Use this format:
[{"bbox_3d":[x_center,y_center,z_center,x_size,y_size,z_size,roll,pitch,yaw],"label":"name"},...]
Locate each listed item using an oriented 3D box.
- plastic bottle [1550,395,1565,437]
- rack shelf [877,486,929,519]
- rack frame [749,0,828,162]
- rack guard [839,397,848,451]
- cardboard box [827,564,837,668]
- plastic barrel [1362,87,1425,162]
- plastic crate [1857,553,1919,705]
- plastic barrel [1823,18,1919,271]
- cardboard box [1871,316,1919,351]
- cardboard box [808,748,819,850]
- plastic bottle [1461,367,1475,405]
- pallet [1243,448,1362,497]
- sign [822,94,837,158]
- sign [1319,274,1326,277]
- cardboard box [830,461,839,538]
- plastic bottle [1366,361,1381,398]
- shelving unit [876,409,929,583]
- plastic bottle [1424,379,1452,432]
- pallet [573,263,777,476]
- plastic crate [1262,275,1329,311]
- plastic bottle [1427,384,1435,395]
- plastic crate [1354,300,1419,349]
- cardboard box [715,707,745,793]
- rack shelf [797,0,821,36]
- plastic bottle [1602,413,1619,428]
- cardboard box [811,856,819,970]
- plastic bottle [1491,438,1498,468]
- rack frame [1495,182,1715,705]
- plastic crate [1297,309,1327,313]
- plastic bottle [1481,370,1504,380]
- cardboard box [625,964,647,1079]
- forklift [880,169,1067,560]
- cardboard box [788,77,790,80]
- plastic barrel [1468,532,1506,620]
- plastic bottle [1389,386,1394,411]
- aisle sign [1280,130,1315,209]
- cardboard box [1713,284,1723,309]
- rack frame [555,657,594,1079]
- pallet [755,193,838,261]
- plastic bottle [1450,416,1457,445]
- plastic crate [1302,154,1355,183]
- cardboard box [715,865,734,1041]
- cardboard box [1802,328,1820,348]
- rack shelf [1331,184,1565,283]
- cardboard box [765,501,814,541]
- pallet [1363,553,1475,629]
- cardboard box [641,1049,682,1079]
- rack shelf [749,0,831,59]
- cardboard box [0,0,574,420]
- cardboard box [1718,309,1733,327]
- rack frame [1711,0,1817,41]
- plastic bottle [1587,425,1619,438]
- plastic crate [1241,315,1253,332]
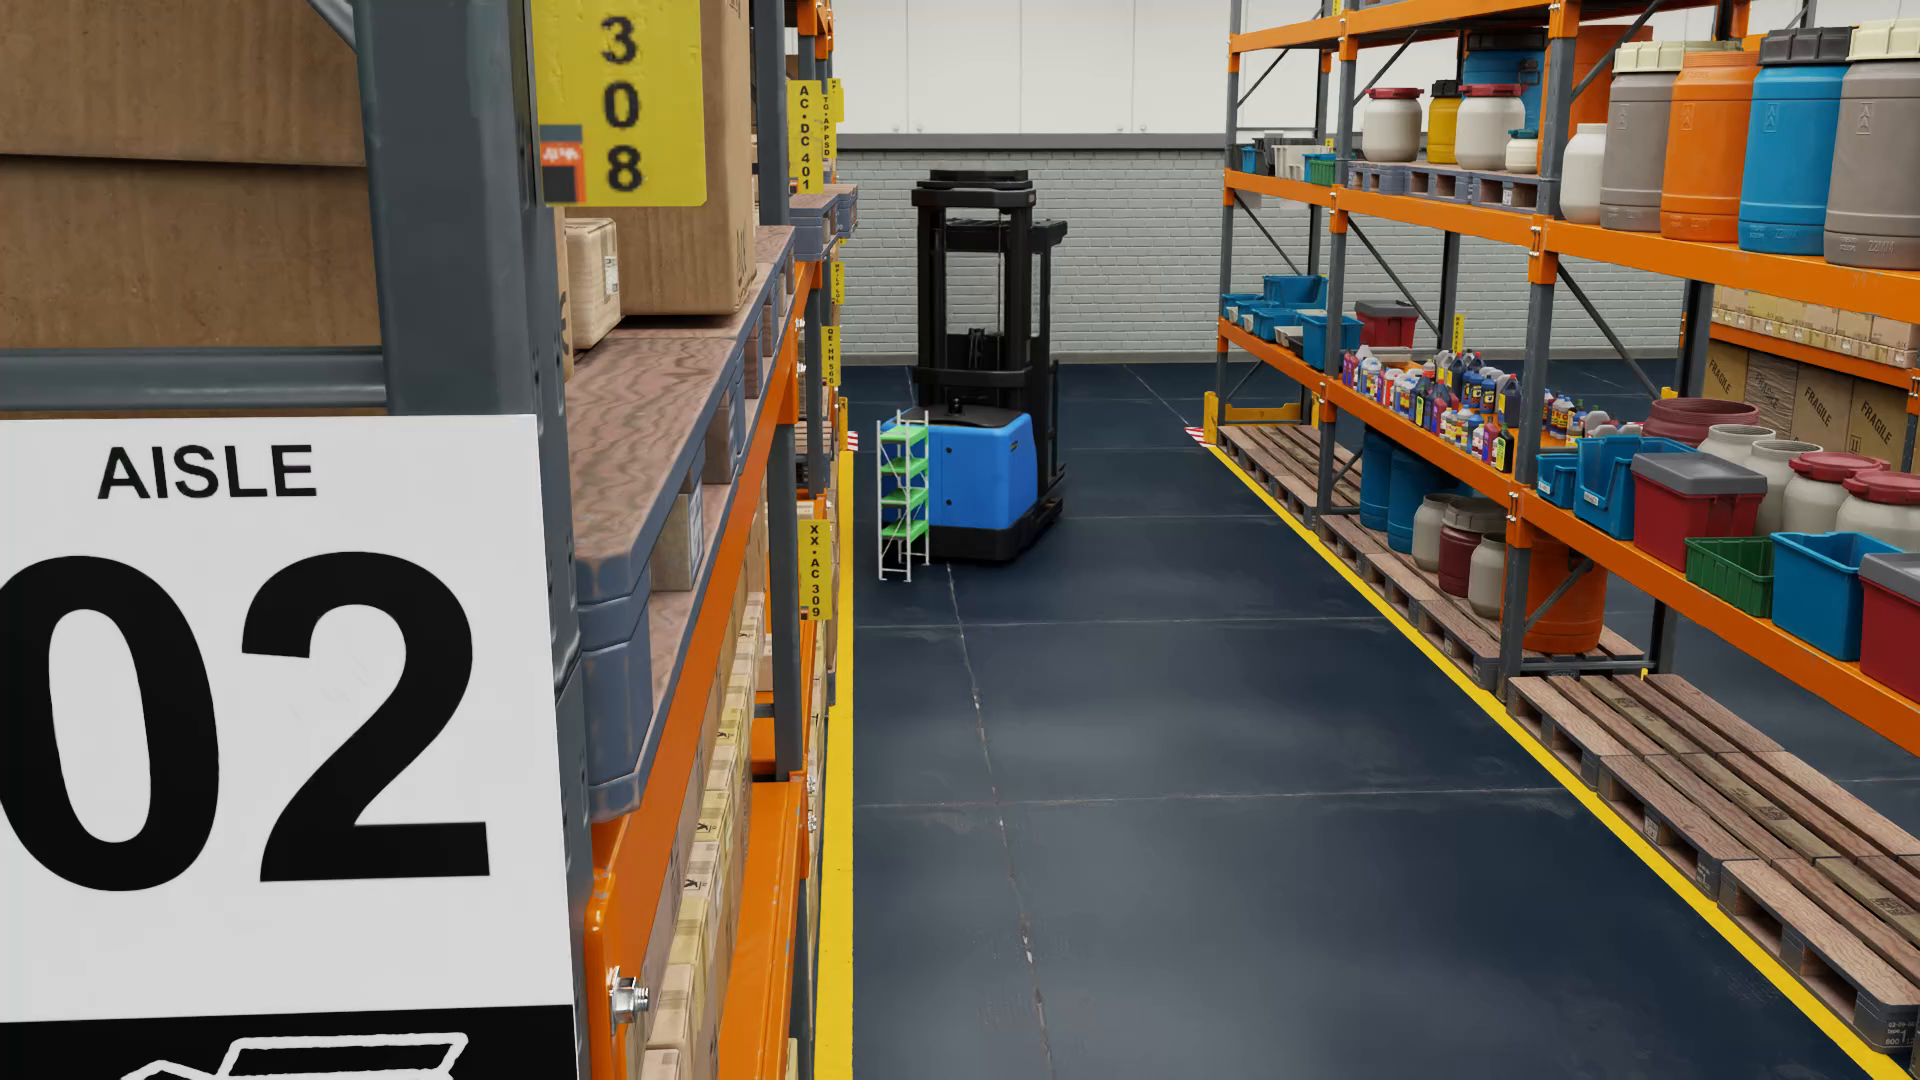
[{"bbox_3d":[3.945,-0.818,10.945,0.097,0.271,0.097,0,14,0],"label":"plastic bottle"},{"bbox_3d":[-0.422,-0.273,12.435,0.258,0.148,0.480,4,15,15],"label":"rack shelf"},{"bbox_3d":[-1.506,-4.333,12.309,1.000,3.000,0.127,-1,14,-3],"label":"rack frame"},{"bbox_3d":[-1.749,-1.193,17.161,1.175,0.500,0.348,-1,14,-3],"label":"rack guard"},{"bbox_3d":[-1.001,0.447,9.904,0.500,0.500,0.500,0,14,-1],"label":"cardboard box"},{"bbox_3d":[3.221,-3.091,12.383,0.433,0.535,0.433,0,14,0],"label":"plastic barrel"},{"bbox_3d":[3.599,0.339,6.059,0.402,0.464,0.583,-1,14,-3],"label":"plastic crate"},{"bbox_3d":[3.645,-1.495,6.292,0.600,0.901,0.600,0,14,0],"label":"plastic barrel"},{"bbox_3d":[8.093,-1.757,14.040,0.500,0.250,0.500,-1,14,-4],"label":"cardboard box"},{"bbox_3d":[-0.846,1.058,6.943,0.500,0.311,0.500,-1,14,-5],"label":"cardboard box"},{"bbox_3d":[3.716,-1.125,12.139,0.097,0.271,0.097,0,14,0],"label":"plastic bottle"},{"bbox_3d":[3.276,-0.640,15.588,1.003,0.211,1.213,-1,14,-3],"label":"pallet"},{"bbox_3d":[-0.703,-2.181,8.768,0.100,0.325,0.005,-1,14,-3],"label":"sign"},{"bbox_3d":[3.739,-2.590,17.245,0.100,0.325,0.005,-1,14,-3],"label":"sign"},{"bbox_3d":[-1.189,-0.312,12.854,0.500,0.500,0.500,-1,14,-4],"label":"cardboard box"},{"bbox_3d":[3.089,-1.200,12.429,0.097,0.271,0.097,0,14,0],"label":"plastic bottle"},{"bbox_3d":[-0.422,-0.335,12.419,0.258,1.200,0.503,4,15,15],"label":"shelving unit"},{"bbox_3d":[3.196,-0.903,11.117,0.144,0.351,0.185,-1,14,-3],"label":"plastic bottle"},{"bbox_3d":[-0.859,-0.334,2.962,1.003,0.211,1.213,-1,14,-3],"label":"pallet"},{"bbox_3d":[3.398,-2.464,16.892,0.616,0.435,0.499,-1,14,-3],"label":"plastic crate"},{"bbox_3d":[3.206,-0.911,11.280,0.061,0.283,0.133,-1,14,-3],"label":"plastic bottle"},{"bbox_3d":[3.634,-1.790,14.213,0.402,0.464,0.583,-1,14,-3],"label":"plastic crate"},{"bbox_3d":[-0.718,0.516,3.997,0.380,0.149,0.250,-1,14,-4],"label":"cardboard box"},{"bbox_3d":[-1.134,-2.299,6.649,1.077,0.370,4.000,-1,14,-3],"label":"rack shelf"},{"bbox_3d":[4.007,-0.647,10.257,0.061,0.283,0.133,-1,14,-3],"label":"plastic bottle"},{"bbox_3d":[-0.818,1.459,6.513,0.500,0.250,0.500,-1,14,-2],"label":"cardboard box"},{"bbox_3d":[3.247,-0.536,9.987,0.097,0.201,0.097,0,14,0],"label":"plastic bottle"},{"bbox_3d":[3.686,-0.509,9.484,1.000,3.000,0.127,-1,14,-3],"label":"rack frame"},{"bbox_3d":[3.422,-2.200,16.465,0.396,0.136,0.243,-1,14,-3],"label":"plastic crate"},{"bbox_3d":[3.848,-1.101,12.034,0.152,0.276,0.135,-1,14,-3],"label":"plastic bottle"},{"bbox_3d":[-0.820,0.620,2.295,0.700,0.500,0.500,-1,14,-5],"label":"cardboard box"},{"bbox_3d":[0.258,-1.586,13.810,1.130,2.935,3.031,4,15,15],"label":"forklift"},{"bbox_3d":[-1.548,-3.055,12.114,0.600,0.600,0.600,-2,15,-9],"label":"cardboard box"},{"bbox_3d":[3.515,0.232,10.754,0.421,0.512,0.421,0,14,0],"label":"plastic barrel"},{"bbox_3d":[3.124,-1.027,11.896,0.097,0.201,0.097,0,14,0],"label":"plastic bottle"},{"bbox_3d":[3.479,-3.780,16.980,0.394,0.787,0.004,-1,14,-3],"label":"aisle sign"},{"bbox_3d":[7.894,-2.523,17.015,0.500,0.250,0.500,-1,14,-5],"label":"cardboard box"},{"bbox_3d":[-0.762,1.556,1.458,1.000,3.000,0.127,-1,14,-3],"label":"rack frame"},{"bbox_3d":[-1.054,-1.349,7.109,1.003,0.211,1.213,0,14,-1],"label":"pallet"},{"bbox_3d":[3.202,-0.714,10.680,0.097,0.201,0.097,0,14,0],"label":"plastic bottle"},{"bbox_3d":[3.063,-3.097,13.858,0.416,0.233,0.300,-1,14,-3],"label":"plastic crate"},{"bbox_3d":[-0.910,0.879,3.888,0.700,0.500,0.500,-1,14,-3],"label":"cardboard box"},{"bbox_3d":[7.956,-1.849,15.196,0.380,0.149,0.250,-1,14,-4],"label":"cardboard box"},{"bbox_3d":[3.562,-2.110,11.133,1.077,0.370,4.000,-1,14,-3],"label":"rack shelf"},{"bbox_3d":[-0.926,-0.092,8.369,0.380,0.149,0.250,-1,14,-3],"label":"cardboard box"},{"bbox_3d":[3.523,0.344,11.767,1.003,0.211,1.213,-1,14,-3],"label":"pallet"},{"bbox_3d":[-0.618,0.902,2.497,0.380,0.149,0.250,-1,14,-4],"label":"cardboard box"},{"bbox_3d":[-1.382,-3.294,10.515,1.077,0.370,4.000,-1,14,-3],"label":"rack shelf"},{"bbox_3d":[-0.794,-0.360,1.557,0.797,0.503,0.637,0,14,0],"label":"cardboard box"},{"bbox_3d":[7.860,-2.232,16.687,0.380,0.149,0.250,-1,14,-5],"label":"cardboard box"},{"bbox_3d":[8.134,-5.480,16.766,1.000,3.000,0.127,-1,14,-3],"label":"rack frame"},{"bbox_3d":[3.830,-0.559,9.928,0.152,0.276,0.135,-1,14,-3],"label":"plastic bottle"},{"bbox_3d":[2.857,-2.083,16.013,0.250,0.136,0.298,-1,14,-3],"label":"plastic crate"}]
